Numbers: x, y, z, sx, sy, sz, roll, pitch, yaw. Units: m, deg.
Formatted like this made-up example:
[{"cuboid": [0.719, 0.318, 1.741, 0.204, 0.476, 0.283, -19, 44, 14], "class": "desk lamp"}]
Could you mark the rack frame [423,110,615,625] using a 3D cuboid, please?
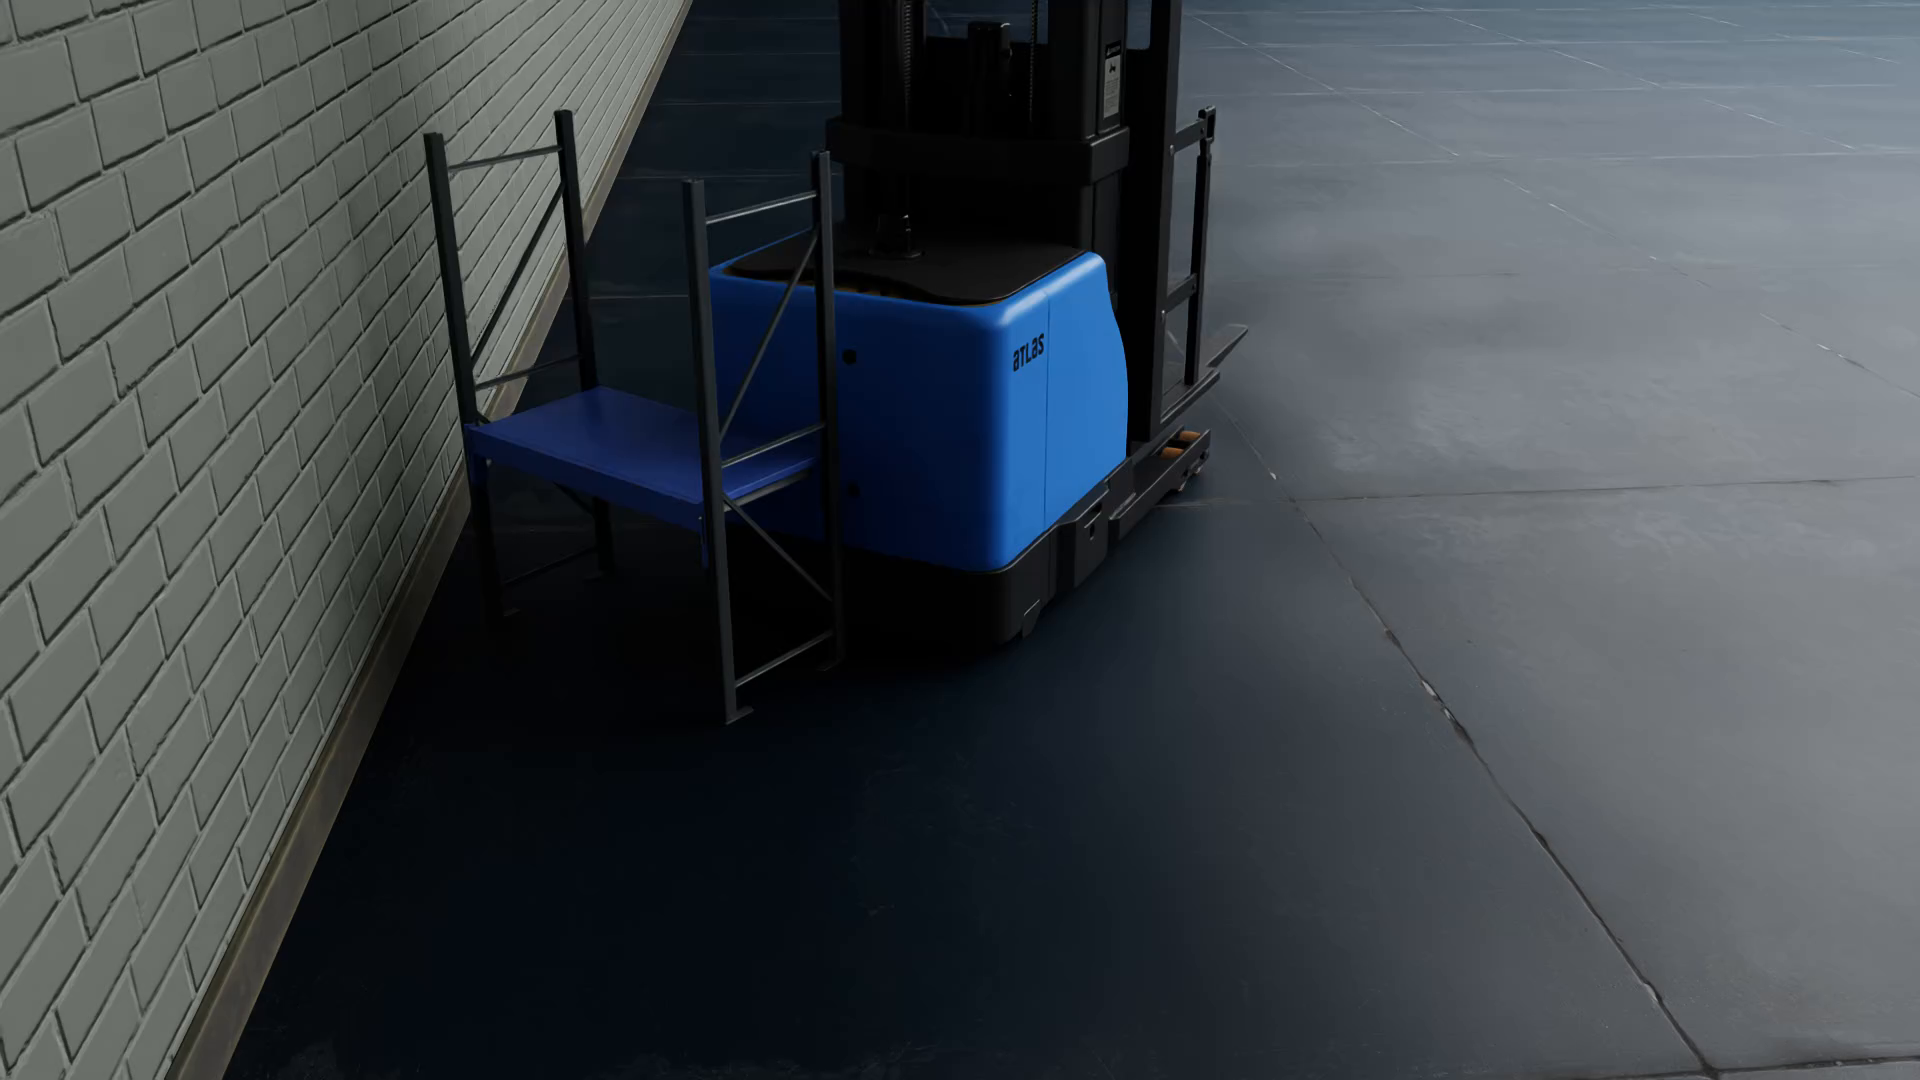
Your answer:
[{"cuboid": [-1.309, -0.506, 5.041, 0.032, 1.500, 0.500, 17, 29, 34], "class": "rack frame"}]

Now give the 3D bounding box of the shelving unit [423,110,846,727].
[{"cuboid": [-0.907, -0.380, 4.757, 1.048, 1.500, 0.538, 17, 29, 34], "class": "shelving unit"}]

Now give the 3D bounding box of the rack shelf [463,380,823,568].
[{"cuboid": [-0.907, -0.215, 4.830, 1.000, 0.185, 0.538, 17, 29, 34], "class": "rack shelf"}]

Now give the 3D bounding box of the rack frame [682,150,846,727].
[{"cuboid": [-0.504, -0.253, 4.473, 0.032, 1.500, 0.500, 17, 29, 34], "class": "rack frame"}]

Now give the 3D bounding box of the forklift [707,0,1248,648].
[{"cuboid": [0.300, -1.588, 5.713, 1.130, 2.935, 3.031, 11, 26, 24], "class": "forklift"}]
